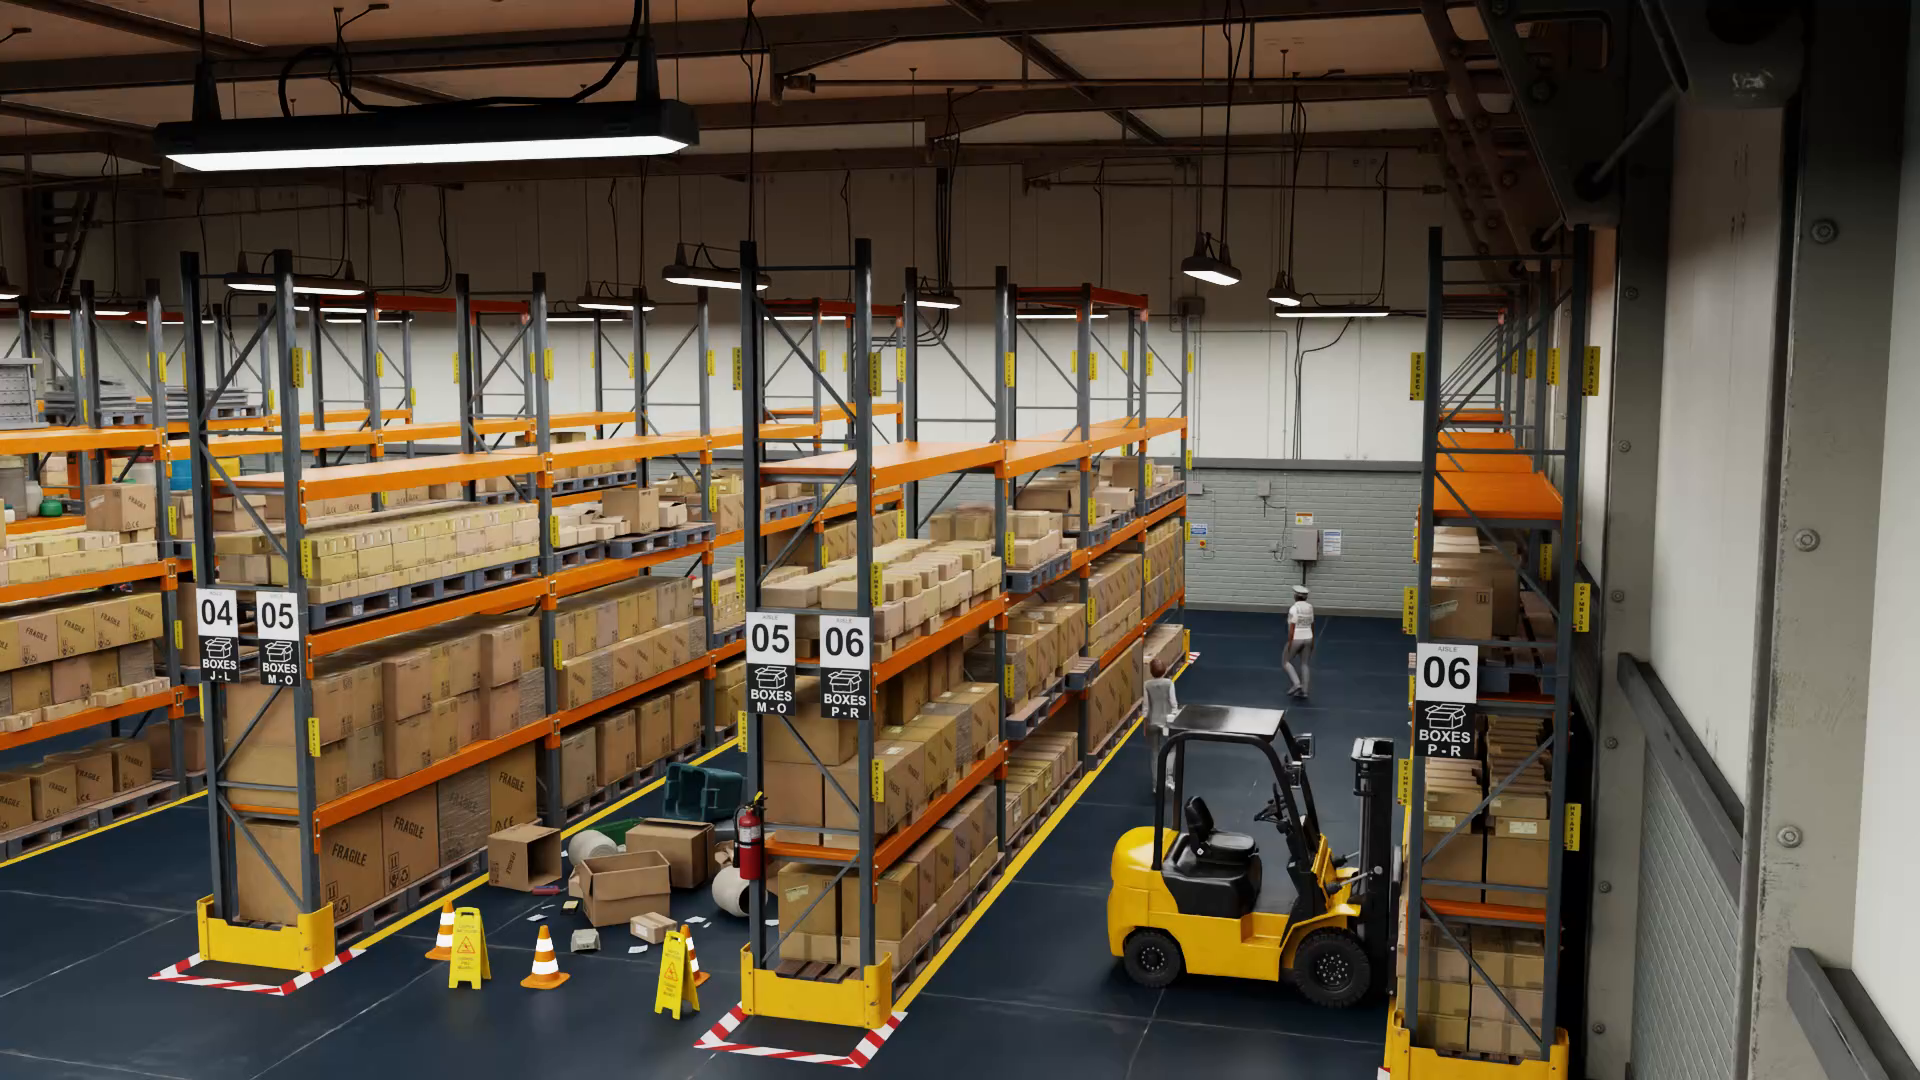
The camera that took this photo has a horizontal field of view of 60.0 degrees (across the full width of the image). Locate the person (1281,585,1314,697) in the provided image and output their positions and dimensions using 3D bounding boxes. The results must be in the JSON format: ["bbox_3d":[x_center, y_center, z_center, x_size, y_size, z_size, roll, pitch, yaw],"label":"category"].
[{"bbox_3d":[5.126,1.529,25.068,0.503,1.681,0.427,-3,7,-26],"label":"person"}]

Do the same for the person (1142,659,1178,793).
[{"bbox_3d":[2.367,2.196,19.522,0.474,1.592,0.432,1,6,9],"label":"person"}]

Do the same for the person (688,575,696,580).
[{"bbox_3d":[-4.218,1.371,26.504,0.652,1.686,0.630,3,7,25],"label":"person"}]
